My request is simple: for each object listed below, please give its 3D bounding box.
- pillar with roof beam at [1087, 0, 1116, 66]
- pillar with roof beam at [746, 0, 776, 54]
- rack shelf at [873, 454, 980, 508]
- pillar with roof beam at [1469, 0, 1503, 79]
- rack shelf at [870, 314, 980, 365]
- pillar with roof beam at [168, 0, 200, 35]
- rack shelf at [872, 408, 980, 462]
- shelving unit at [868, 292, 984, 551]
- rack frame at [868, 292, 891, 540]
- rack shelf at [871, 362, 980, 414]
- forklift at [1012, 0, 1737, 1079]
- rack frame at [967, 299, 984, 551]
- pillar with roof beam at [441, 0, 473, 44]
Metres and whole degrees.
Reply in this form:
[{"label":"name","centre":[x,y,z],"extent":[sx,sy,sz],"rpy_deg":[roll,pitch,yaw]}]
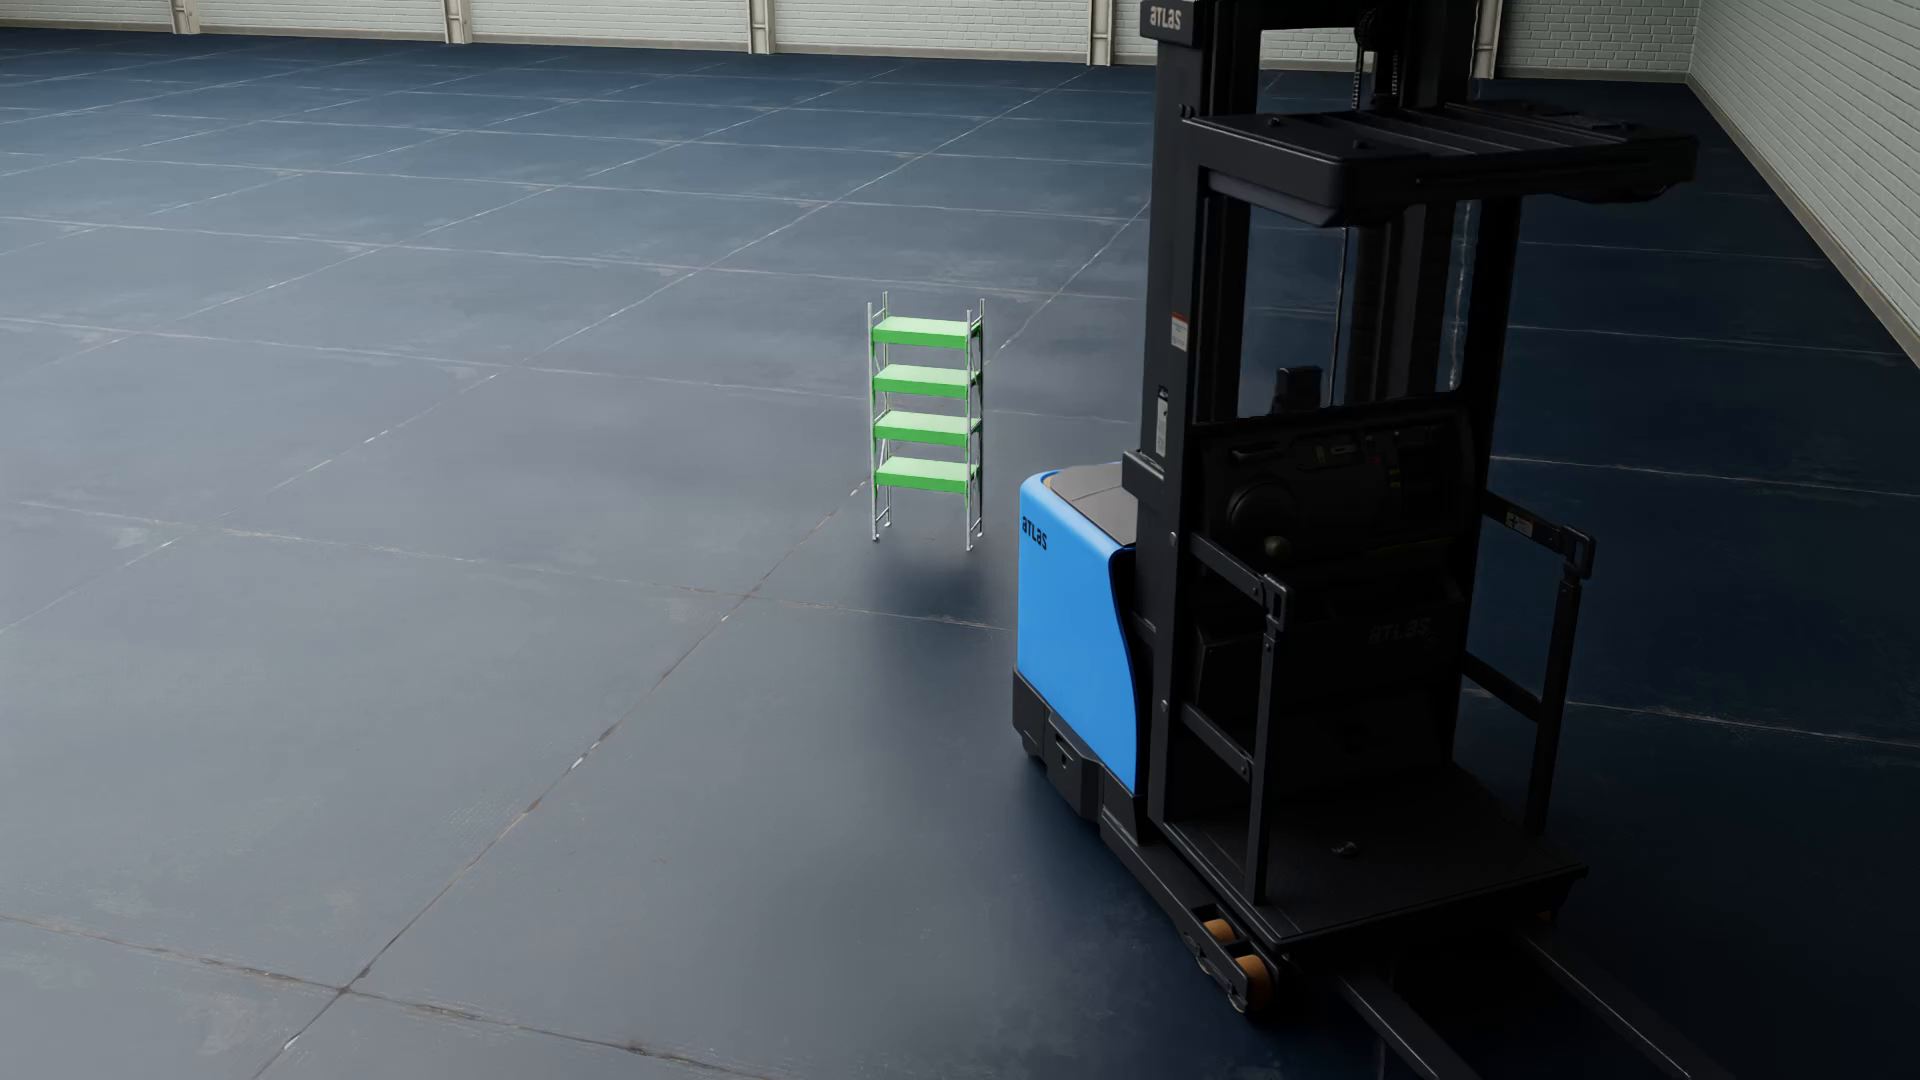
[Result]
[{"label":"pillar with roof beam","centre":[1.063,-10.414,21.801],"extent":[0.400,9.000,9.100],"rpy_deg":[7,23,16]},{"label":"pillar with roof beam","centre":[-4.681,-11.072,23.404],"extent":[0.400,9.000,9.100],"rpy_deg":[7,23,16]},{"label":"rack shelf","centre":[-0.158,-0.292,8.202],"extent":[0.480,0.148,0.258],"rpy_deg":[7,23,16]},{"label":"pillar with roof beam","centre":[6.807,-9.756,20.197],"extent":[0.400,9.000,9.100],"rpy_deg":[7,23,16]},{"label":"rack shelf","centre":[-0.158,-0.958,7.929],"extent":[0.480,0.148,0.258],"rpy_deg":[7,23,16]},{"label":"pillar with roof beam","centre":[-16.170,-12.387,26.611],"extent":[0.400,9.000,9.100],"rpy_deg":[7,23,16]},{"label":"rack shelf","centre":[-0.158,-0.514,8.111],"extent":[0.480,0.148,0.258],"rpy_deg":[7,23,16]},{"label":"shelving unit","centre":[-0.158,-0.573,8.087],"extent":[0.503,1.200,0.258],"rpy_deg":[7,23,16]},{"label":"rack frame","centre":[-0.392,-0.600,8.152],"extent":[0.015,1.200,0.240],"rpy_deg":[7,23,16]},{"label":"rack shelf","centre":[-0.158,-0.736,8.020],"extent":[0.480,0.148,0.258],"rpy_deg":[7,23,16]},{"label":"forklift","centre":[1.210,-0.148,4.769],"extent":[1.130,2.935,3.031],"rpy_deg":[-8,24,-20]},{"label":"rack frame","centre":[0.075,-0.547,8.021],"extent":[0.015,1.200,0.240],"rpy_deg":[7,23,16]},{"label":"pillar with roof beam","centre":[-10.425,-11.730,25.008],"extent":[0.400,9.000,9.100],"rpy_deg":[7,23,16]}]
